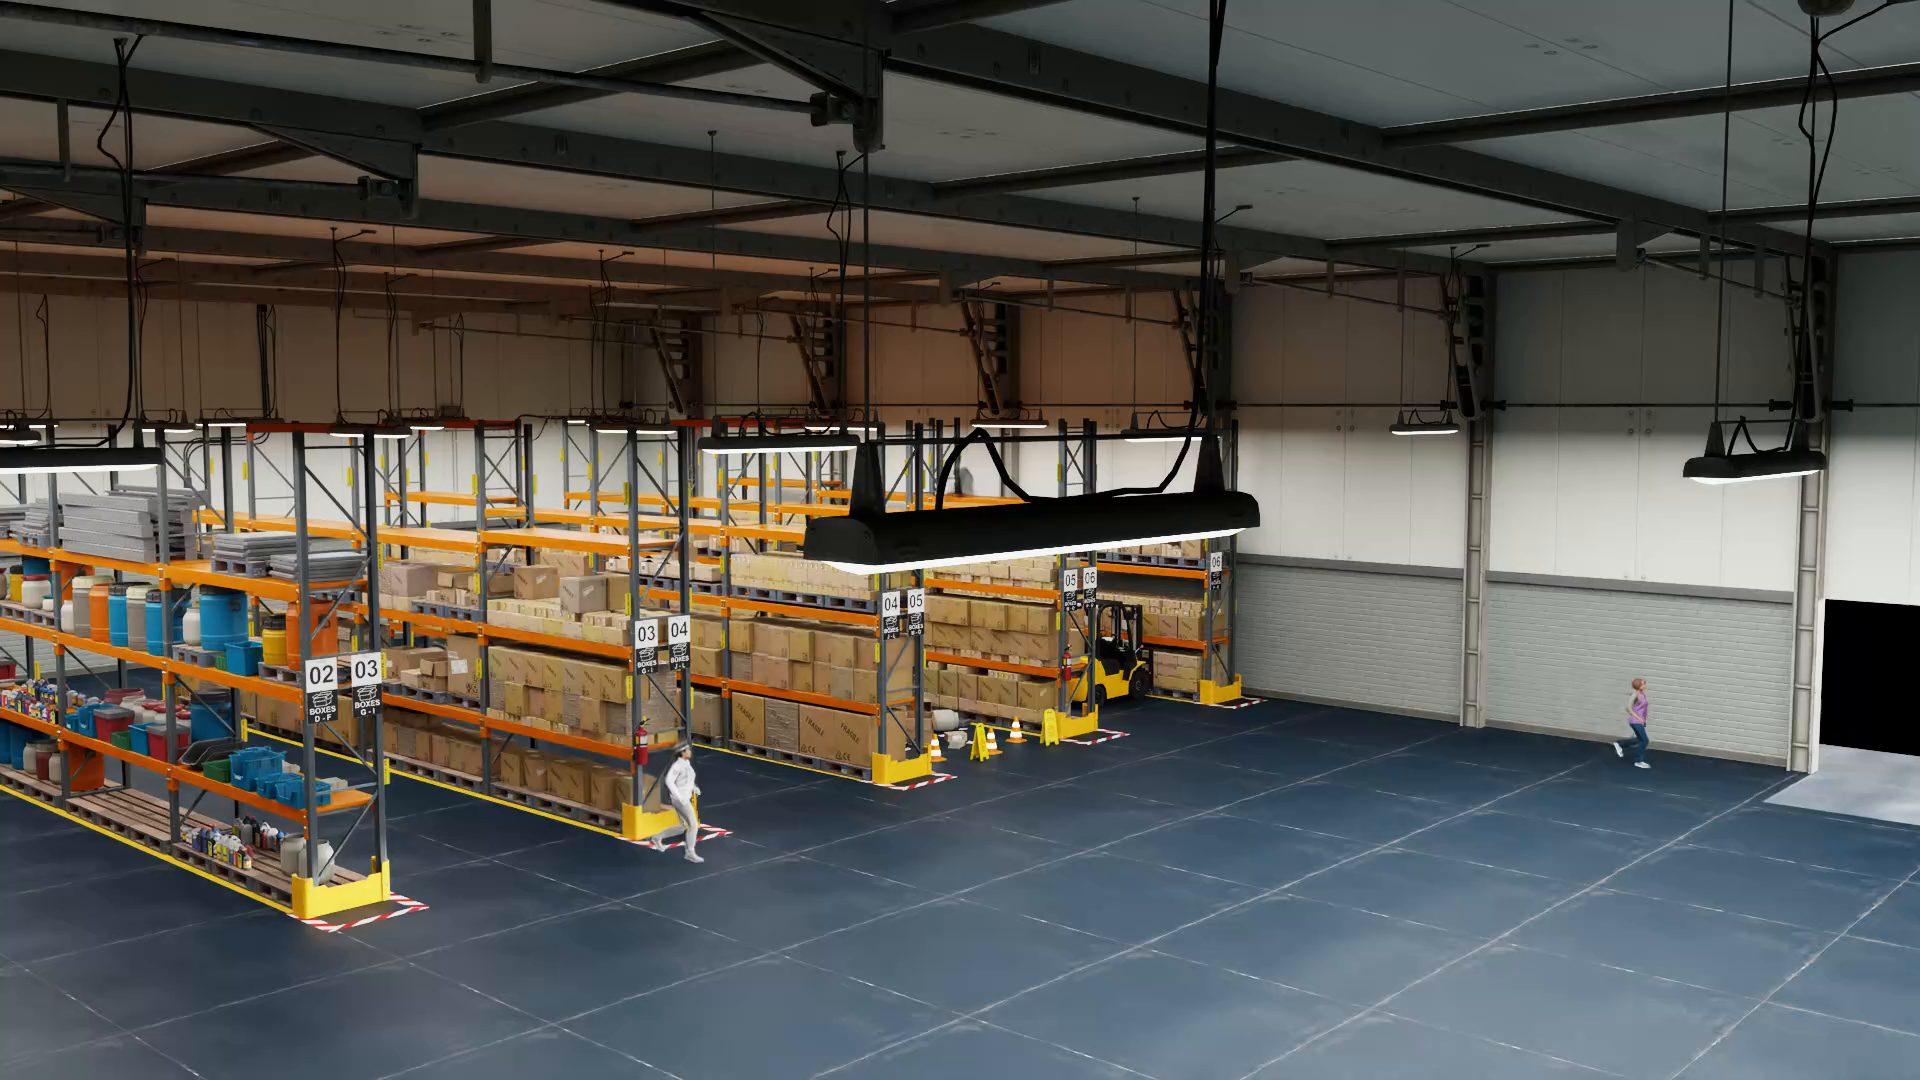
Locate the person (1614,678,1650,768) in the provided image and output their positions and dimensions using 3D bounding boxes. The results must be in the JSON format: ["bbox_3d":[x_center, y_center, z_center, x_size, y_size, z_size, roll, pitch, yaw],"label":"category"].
[{"bbox_3d":[11.782,3.183,29.119,0.642,1.564,0.562,3,6,37],"label":"person"}]

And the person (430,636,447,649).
[{"bbox_3d":[-12.920,2.212,40.724,0.554,1.591,0.900,4,6,43],"label":"person"}]

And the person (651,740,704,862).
[{"bbox_3d":[-3.928,3.628,23.204,0.776,1.665,0.655,0,5,2],"label":"person"}]
